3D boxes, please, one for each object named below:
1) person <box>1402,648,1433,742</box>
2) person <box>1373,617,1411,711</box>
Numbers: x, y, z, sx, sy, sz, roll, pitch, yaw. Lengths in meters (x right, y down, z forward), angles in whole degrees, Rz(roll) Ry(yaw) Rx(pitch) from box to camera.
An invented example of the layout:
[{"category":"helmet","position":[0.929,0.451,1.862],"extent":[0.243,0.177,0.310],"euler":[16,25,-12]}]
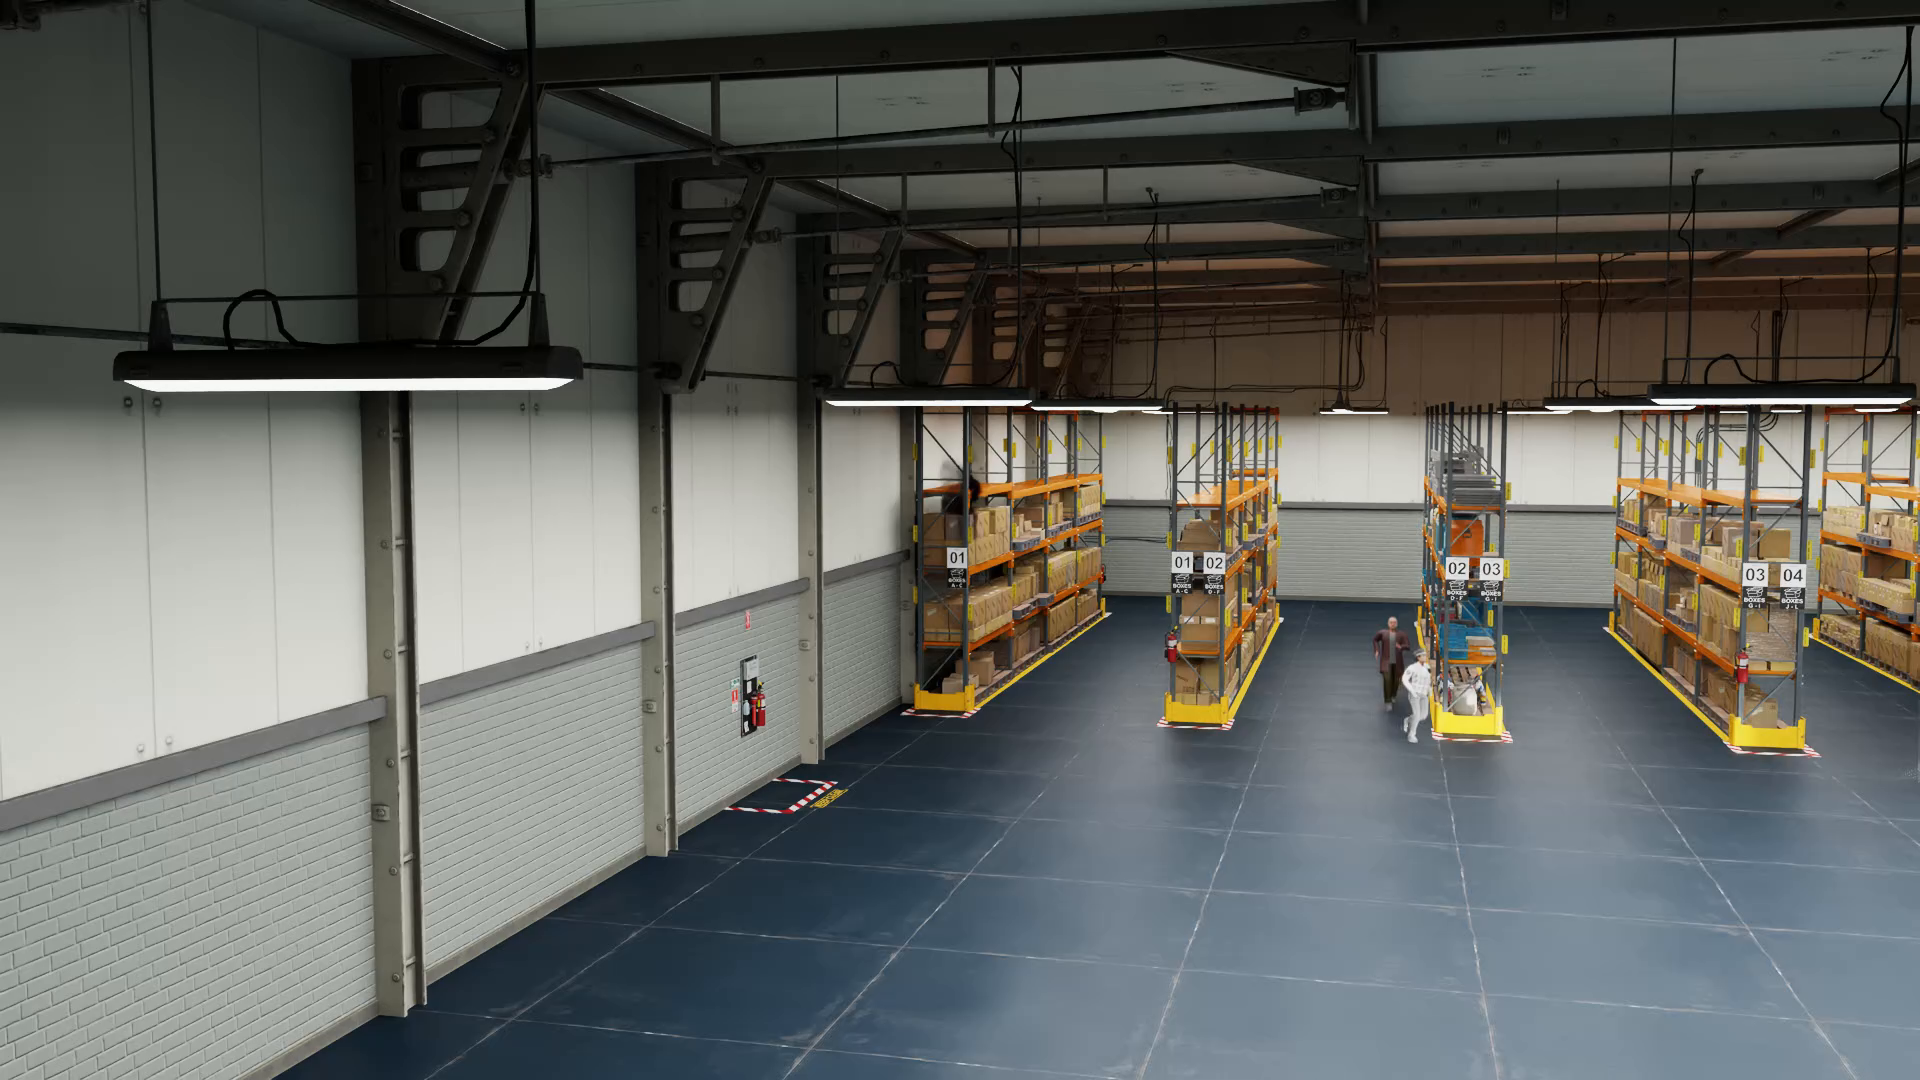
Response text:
[{"category":"person","position":[8.125,2.739,29.538],"extent":[0.640,1.653,0.520],"euler":[-2,5,-21]},{"category":"person","position":[8.467,2.396,32.602],"extent":[0.695,1.780,1.046],"euler":[1,4,8]}]
